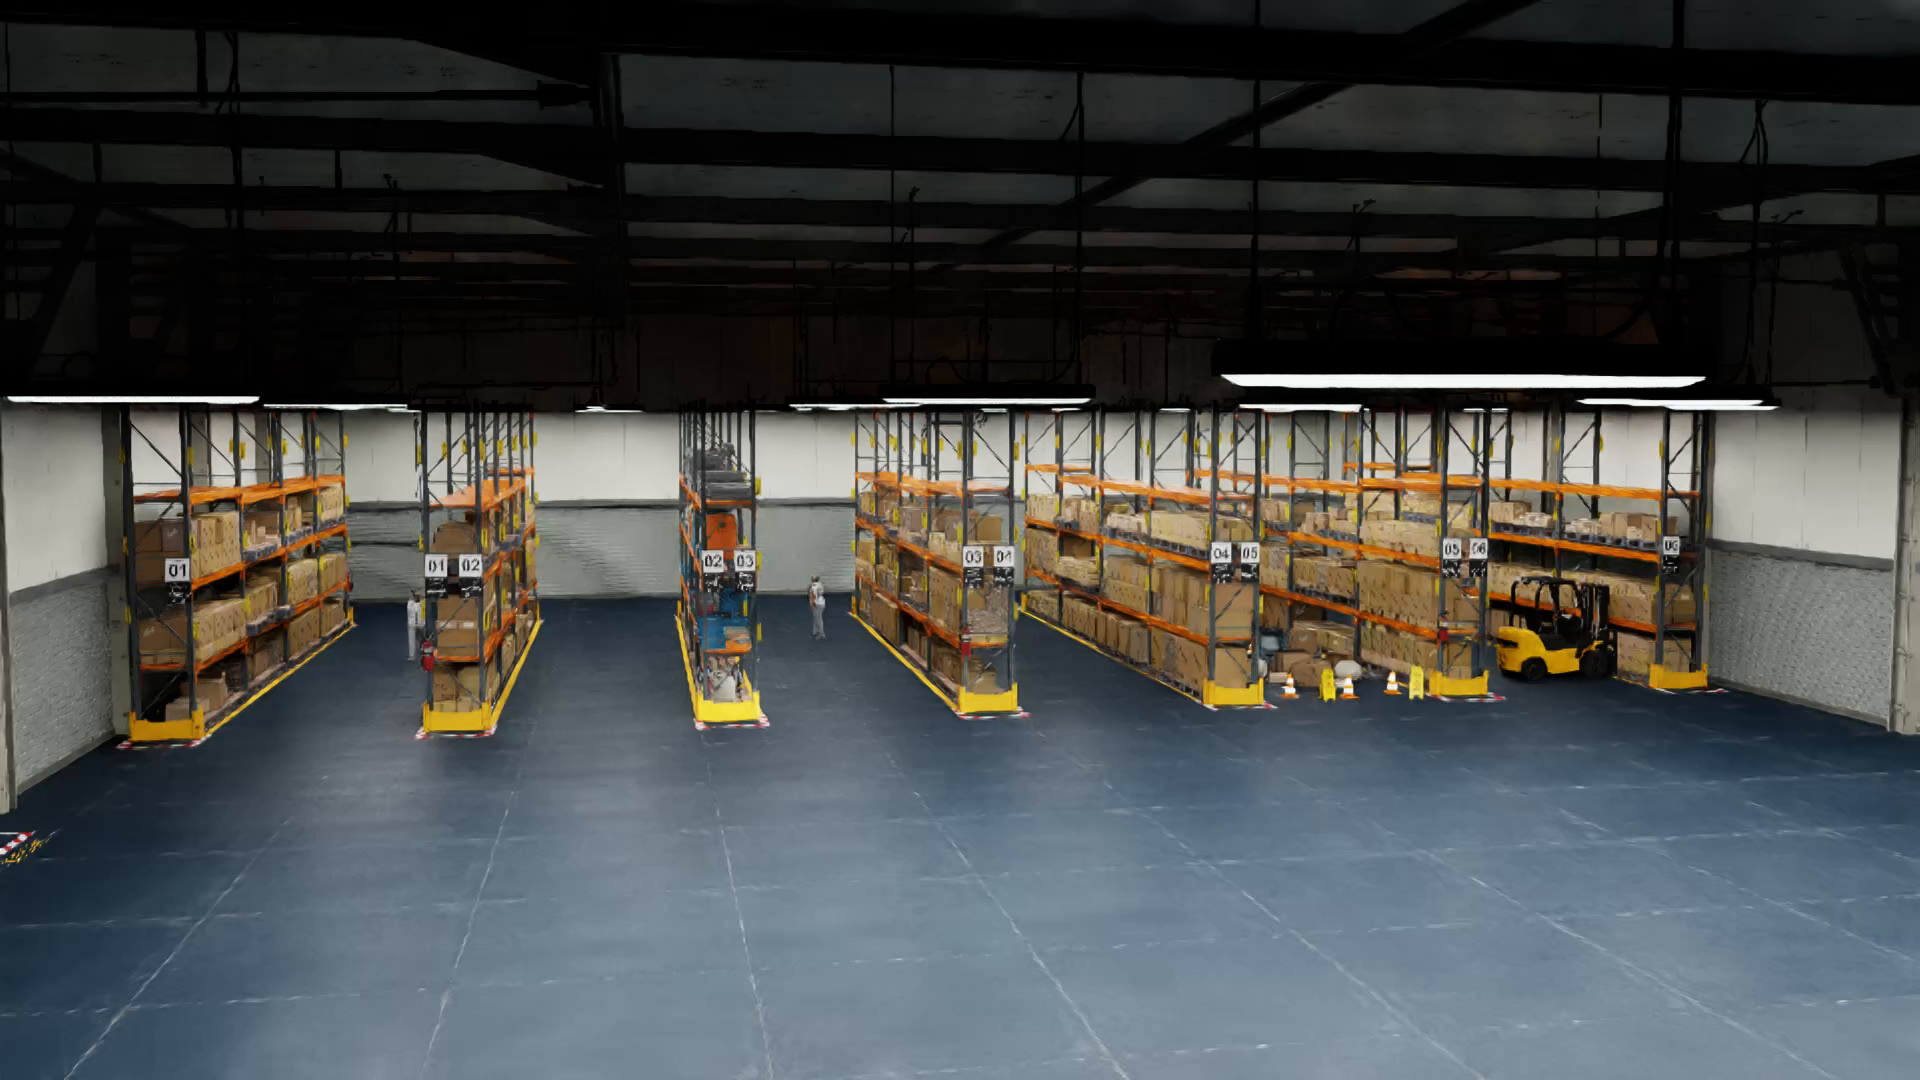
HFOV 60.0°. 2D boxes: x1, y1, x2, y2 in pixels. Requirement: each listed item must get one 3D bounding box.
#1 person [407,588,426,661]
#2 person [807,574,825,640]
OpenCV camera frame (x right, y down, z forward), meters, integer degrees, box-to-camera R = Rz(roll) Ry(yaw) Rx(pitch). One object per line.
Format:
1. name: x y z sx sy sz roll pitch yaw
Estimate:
1. person: -12.616 1.951 38.746 0.540 1.664 1.130 -1 4 -13
2. person: -3.686 1.683 42.420 0.567 1.657 0.610 1 4 12
